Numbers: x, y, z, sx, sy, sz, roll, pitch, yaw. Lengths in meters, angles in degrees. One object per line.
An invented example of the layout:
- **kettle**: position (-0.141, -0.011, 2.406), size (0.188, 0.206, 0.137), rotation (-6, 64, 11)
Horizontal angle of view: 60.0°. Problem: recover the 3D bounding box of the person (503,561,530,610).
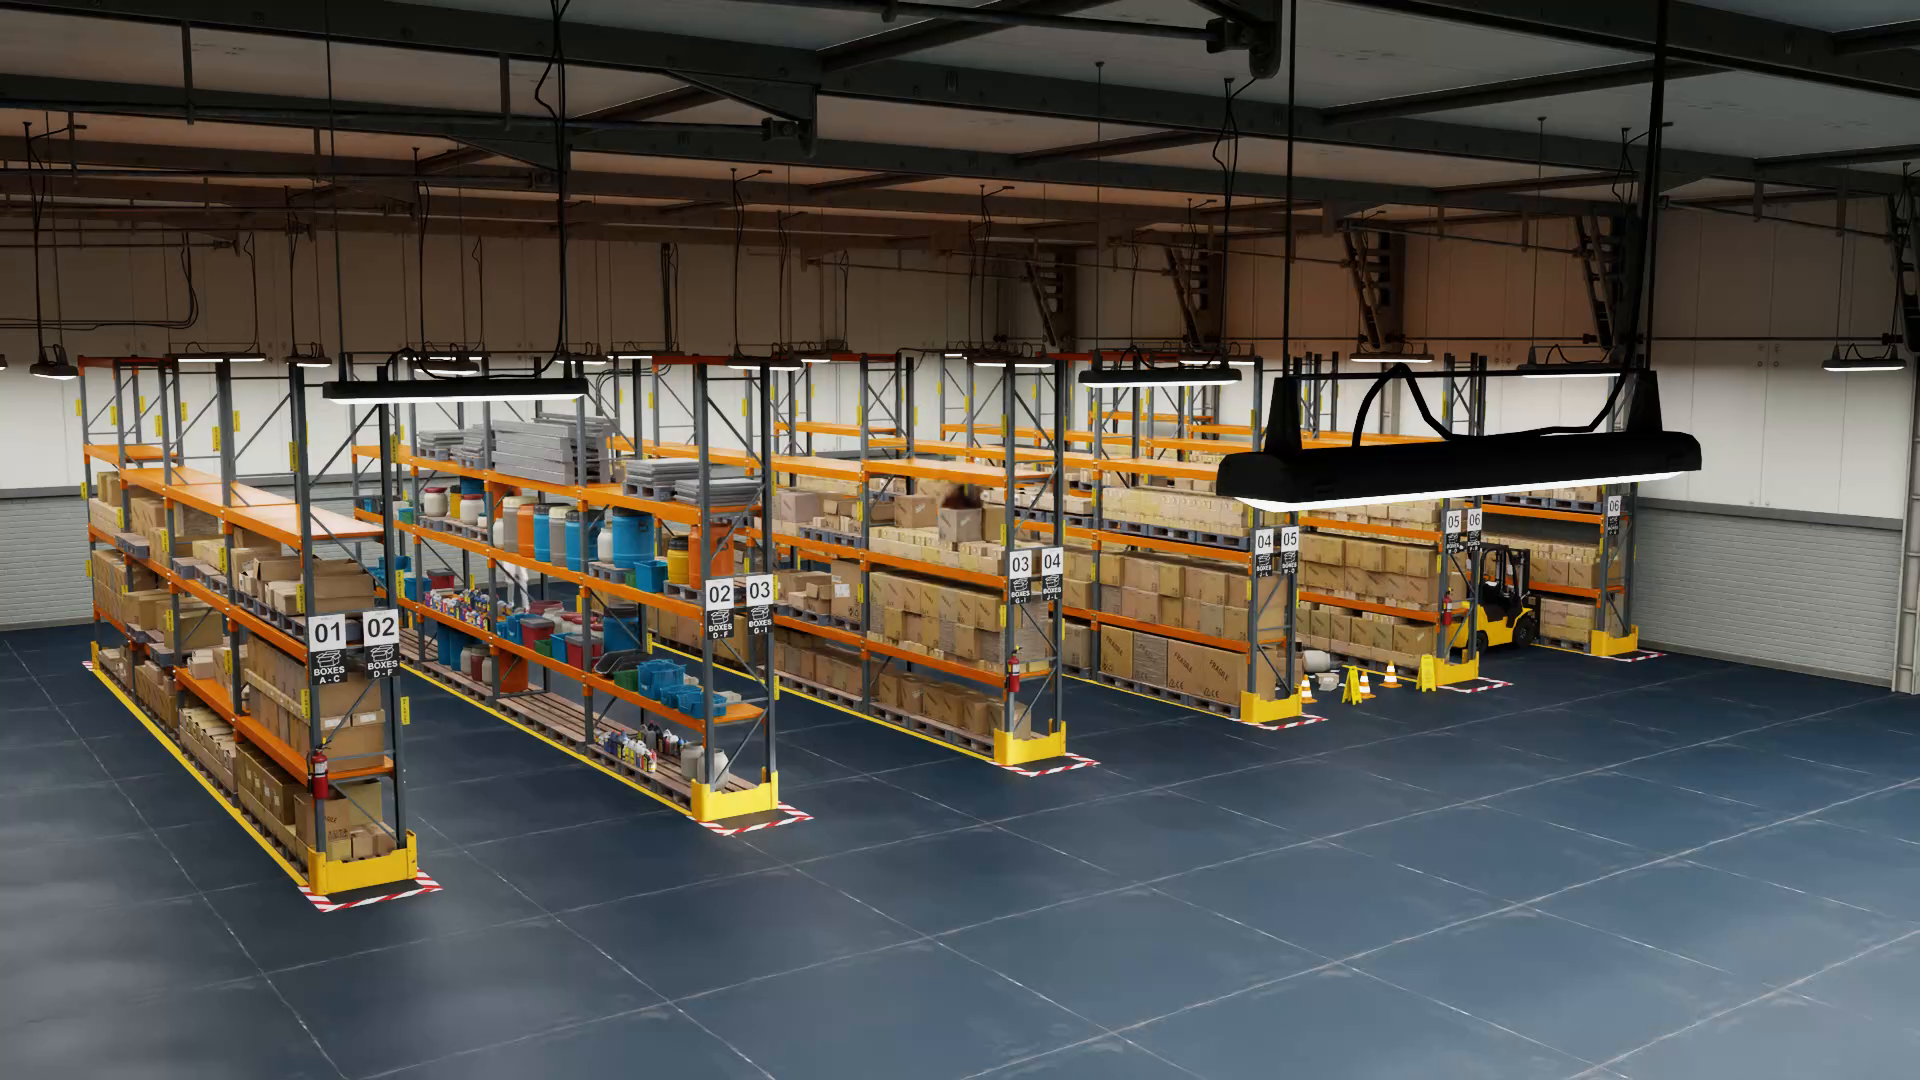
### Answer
- **person**: position (-10.326, 0.745, 38.768), size (0.593, 1.725, 1.054), rotation (-4, 8, -31)
